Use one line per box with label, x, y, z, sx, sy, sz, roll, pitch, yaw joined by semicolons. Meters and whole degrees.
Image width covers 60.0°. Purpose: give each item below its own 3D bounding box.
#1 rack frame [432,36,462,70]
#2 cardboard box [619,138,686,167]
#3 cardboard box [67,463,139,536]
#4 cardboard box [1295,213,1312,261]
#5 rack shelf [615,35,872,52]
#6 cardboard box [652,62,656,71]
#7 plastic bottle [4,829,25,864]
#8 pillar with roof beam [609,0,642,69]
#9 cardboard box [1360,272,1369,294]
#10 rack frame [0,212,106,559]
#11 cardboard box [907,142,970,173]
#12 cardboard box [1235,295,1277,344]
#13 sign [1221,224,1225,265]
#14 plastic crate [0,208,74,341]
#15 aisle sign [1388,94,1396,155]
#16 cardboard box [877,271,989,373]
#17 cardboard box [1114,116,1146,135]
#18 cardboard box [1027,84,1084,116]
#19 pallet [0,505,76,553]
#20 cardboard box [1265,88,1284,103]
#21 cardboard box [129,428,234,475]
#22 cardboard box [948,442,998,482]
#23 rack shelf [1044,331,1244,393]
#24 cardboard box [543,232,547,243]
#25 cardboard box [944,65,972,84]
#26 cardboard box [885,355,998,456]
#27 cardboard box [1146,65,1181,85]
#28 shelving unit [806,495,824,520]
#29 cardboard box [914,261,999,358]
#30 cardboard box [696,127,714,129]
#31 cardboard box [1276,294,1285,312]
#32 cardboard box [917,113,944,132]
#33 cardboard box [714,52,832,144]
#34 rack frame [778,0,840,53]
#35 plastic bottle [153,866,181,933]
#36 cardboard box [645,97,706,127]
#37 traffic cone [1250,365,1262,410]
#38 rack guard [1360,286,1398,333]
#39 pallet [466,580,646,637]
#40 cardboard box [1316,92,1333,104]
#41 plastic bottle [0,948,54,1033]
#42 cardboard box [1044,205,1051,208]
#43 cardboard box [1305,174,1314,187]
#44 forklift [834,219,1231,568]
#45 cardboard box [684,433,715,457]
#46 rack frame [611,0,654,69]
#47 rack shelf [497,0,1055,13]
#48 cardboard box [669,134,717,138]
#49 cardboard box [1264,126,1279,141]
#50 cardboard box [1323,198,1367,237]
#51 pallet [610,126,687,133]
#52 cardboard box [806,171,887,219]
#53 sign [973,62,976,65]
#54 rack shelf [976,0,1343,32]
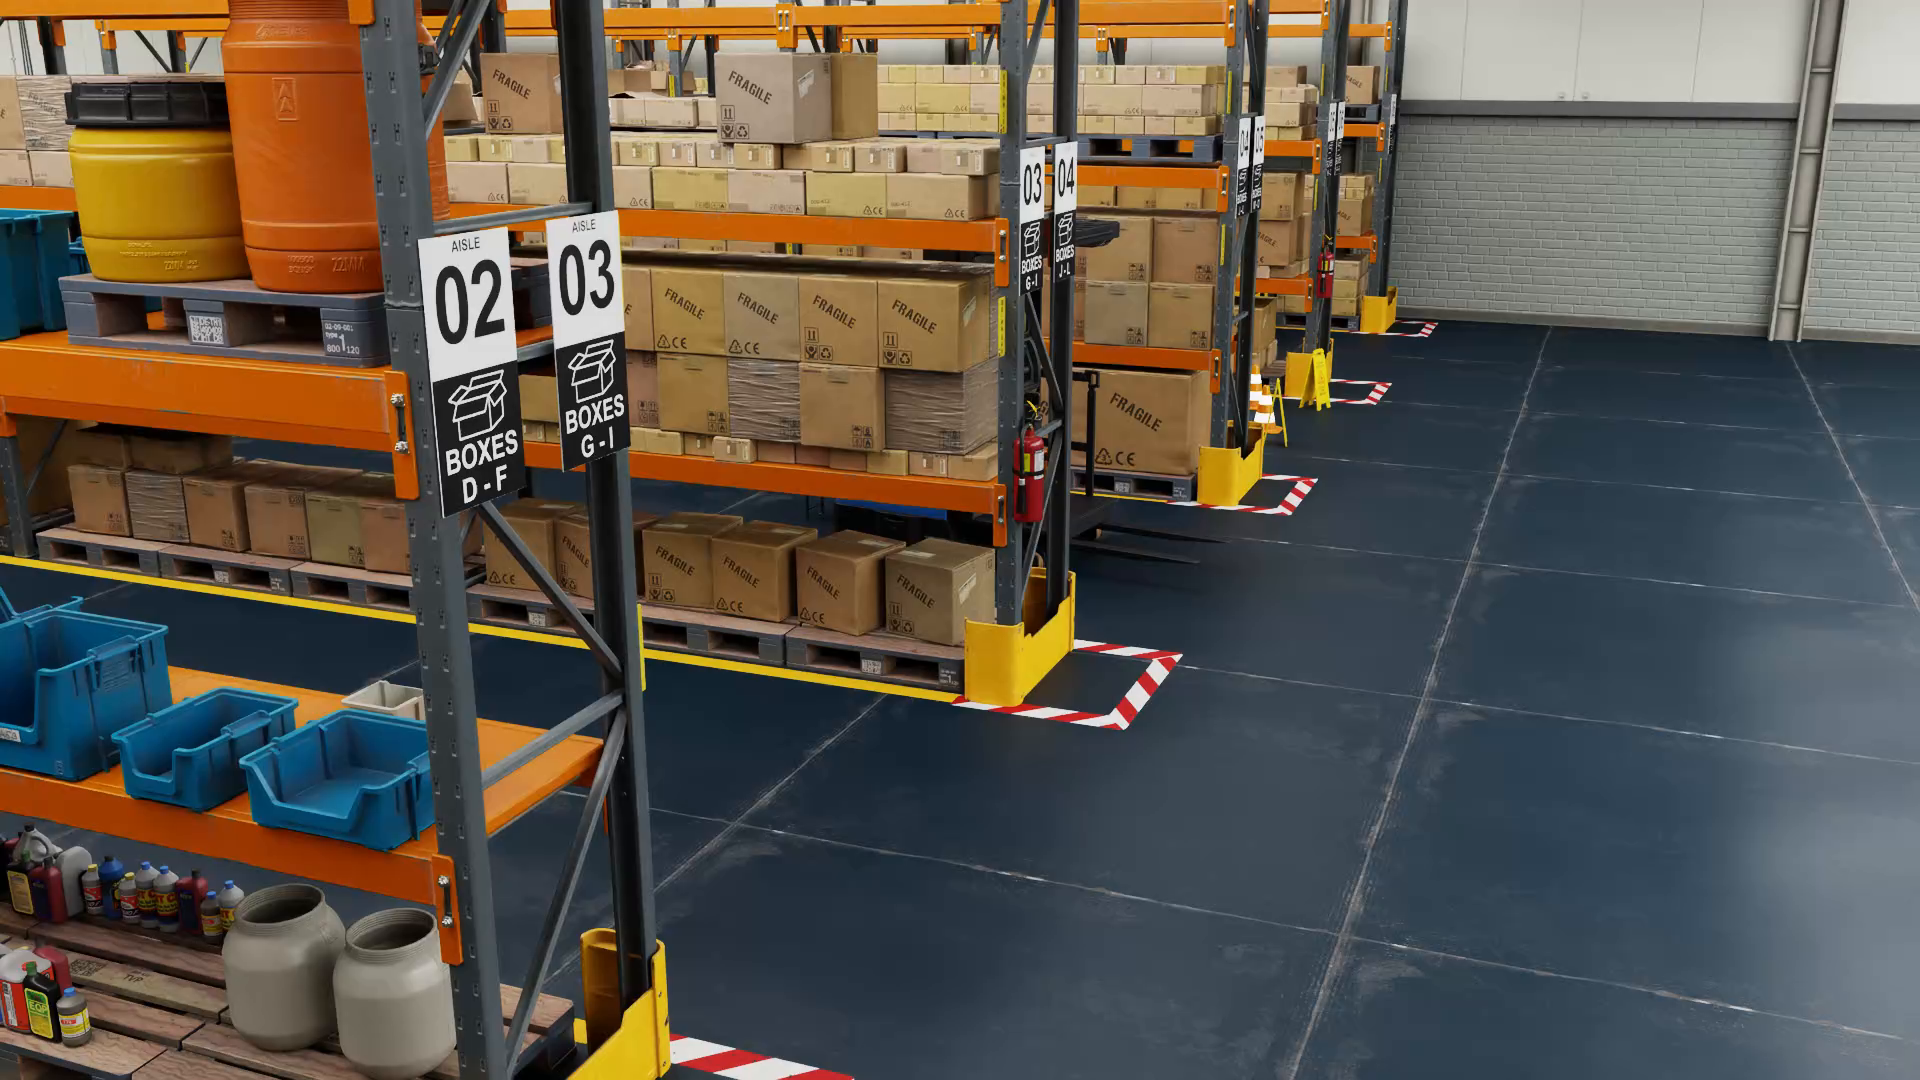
rack frame;-7.074;-7.292;22.150;0.127;3.000;1.000;6;17;21
cardboard box;-1.852;-2.345;10.045;0.250;0.149;0.380;6;17;20
cardboard box;-6.358;-0.379;12.792;0.500;0.500;0.700;5;17;18
cardboard box;3.751;-3.494;19.117;0.500;0.500;0.500;6;17;20
rack shelf;-3.395;-7.837;26.037;4.000;0.370;1.077;6;17;21
cardboard box;-4.946;-7.596;26.820;0.258;0.266;0.396;6;17;20
plastic bottle;-4.035;1.372;7.149;0.133;0.283;0.061;8;18;24
pillar with roof beam;-7.152;-7.768;23.790;0.400;9.000;9.100;6;17;21
cardboard box;5.546;-3.694;23.800;0.500;0.250;0.500;7;17;22
rack frame;-6.989;-1.431;12.723;0.127;3.000;1.000;6;17;21
cardboard box;-0.119;-2.177;9.467;0.250;0.149;0.380;6;17;19
cardboard box;3.418;-2.581;19.517;0.500;0.500;0.500;6;17;19
sign;2.155;-2.419;13.626;0.005;0.325;0.100;6;17;21
plastic crate;-3.248;-0.878;5.467;0.575;0.384;0.392;6;17;21
aisle sign;5.861;-5.636;22.545;0.004;0.787;0.394;6;17;21
cardboard box;-0.149;-1.276;9.683;0.500;0.500;0.500;6;17;21
cardboard box;1.460;-3.457;13.838;0.250;0.149;0.380;7;17;21
cardboard box;0.878;-3.730;14.066;0.500;0.250;0.500;6;17;20
pallet;-7.695;-0.192;13.457;1.213;0.211;1.003;6;17;21
cardboard box;3.441;-4.880;18.244;0.250;0.149;0.380;7;17;22
cardboard box;-5.857;-0.690;12.519;0.500;0.250;0.500;8;18;27
cardboard box;0.112;-0.468;9.855;0.250;0.149;0.380;6;17;21
rack shelf;0.507;-1.748;15.105;4.000;0.370;1.077;6;17;21
cardboard box;-3.712;-3.084;16.443;0.500;0.500;0.700;6;17;20
cardboard box;0.045;-3.995;14.263;0.250;0.149;0.380;6;17;21
cardboard box;-0.048;-0.867;10.067;0.500;0.500;0.875;6;17;21
cardboard box;1.698;-3.814;13.638;0.250;0.149;0.380;6;17;21
shelving unit;-0.996;-0.741;13.574;0.503;1.200;0.258;9;19;29
cardboard box;0.042;-1.411;10.147;0.500;0.500;0.500;6;17;21
cardboard box;-3.122;-5.245;20.931;0.250;0.149;0.380;6;17;21
cardboard box;4.433;-3.425;23.770;0.500;0.250;0.500;6;17;21
cardboard box;-0.193;-3.639;14.465;0.250;0.149;0.380;6;17;20
cardboard box;-1.081;-2.577;9.681;0.500;0.500;0.500;6;17;21
rack frame;-1.354;-5.179;14.873;0.127;3.000;1.000;6;17;21
plastic bottle;-3.255;1.469;6.837;0.097;0.271;0.097;0;16;0
cardboard box;-2.583;-3.986;15.478;0.500;0.250;0.500;6;17;20
traffic cone;3.216;-1.674;18.110;0.334;0.463;0.336;6;17;21
rack guard;5.930;-3.268;23.533;0.348;0.500;1.175;6;17;21
pallet;-2.630;0.377;11.498;1.213;0.211;1.003;6;17;21
cardboard box;5.025;-6.046;22.758;0.250;0.149;0.380;6;17;19
plastic bottle;-3.458;1.661;6.167;0.135;0.276;0.152;6;17;21
cardboard box;0.479;-2.673;14.794;0.500;0.550;0.875;6;17;21
cardboard box;4.798;-5.037;23.267;0.250;0.149;0.380;6;17;21
forklift;0.539;-1.321;12.466;3.031;2.935;1.130;9;19;29
cardboard box;-1.529;-0.638;10.440;0.250;0.149;0.380;6;17;21
rack frame;-5.256;-8.579;26.585;0.127;3.000;1.000;6;17;21
rack shelf;-1.407;-3.351;9.873;4.000;0.370;1.077;6;17;21
cardboard box;-1.631;-2.490;10.545;0.250;0.149;0.380;7;18;23
cardboard box;3.411;-4.484;18.309;0.250;0.149;0.380;6;17;21
cardboard box;5.353;-4.501;23.118;0.500;0.500;0.500;6;17;19
pallet;-3.415;-3.891;16.156;1.213;0.211;1.003;7;18;23
cardboard box;-0.554;-2.015;9.623;0.500;0.250;0.500;6;17;21
sign;0.168;-5.326;19.125;0.005;0.325;0.100;6;17;21
rack shelf;2.229;-5.922;18.727;4.000;0.370;1.077;6;17;21
